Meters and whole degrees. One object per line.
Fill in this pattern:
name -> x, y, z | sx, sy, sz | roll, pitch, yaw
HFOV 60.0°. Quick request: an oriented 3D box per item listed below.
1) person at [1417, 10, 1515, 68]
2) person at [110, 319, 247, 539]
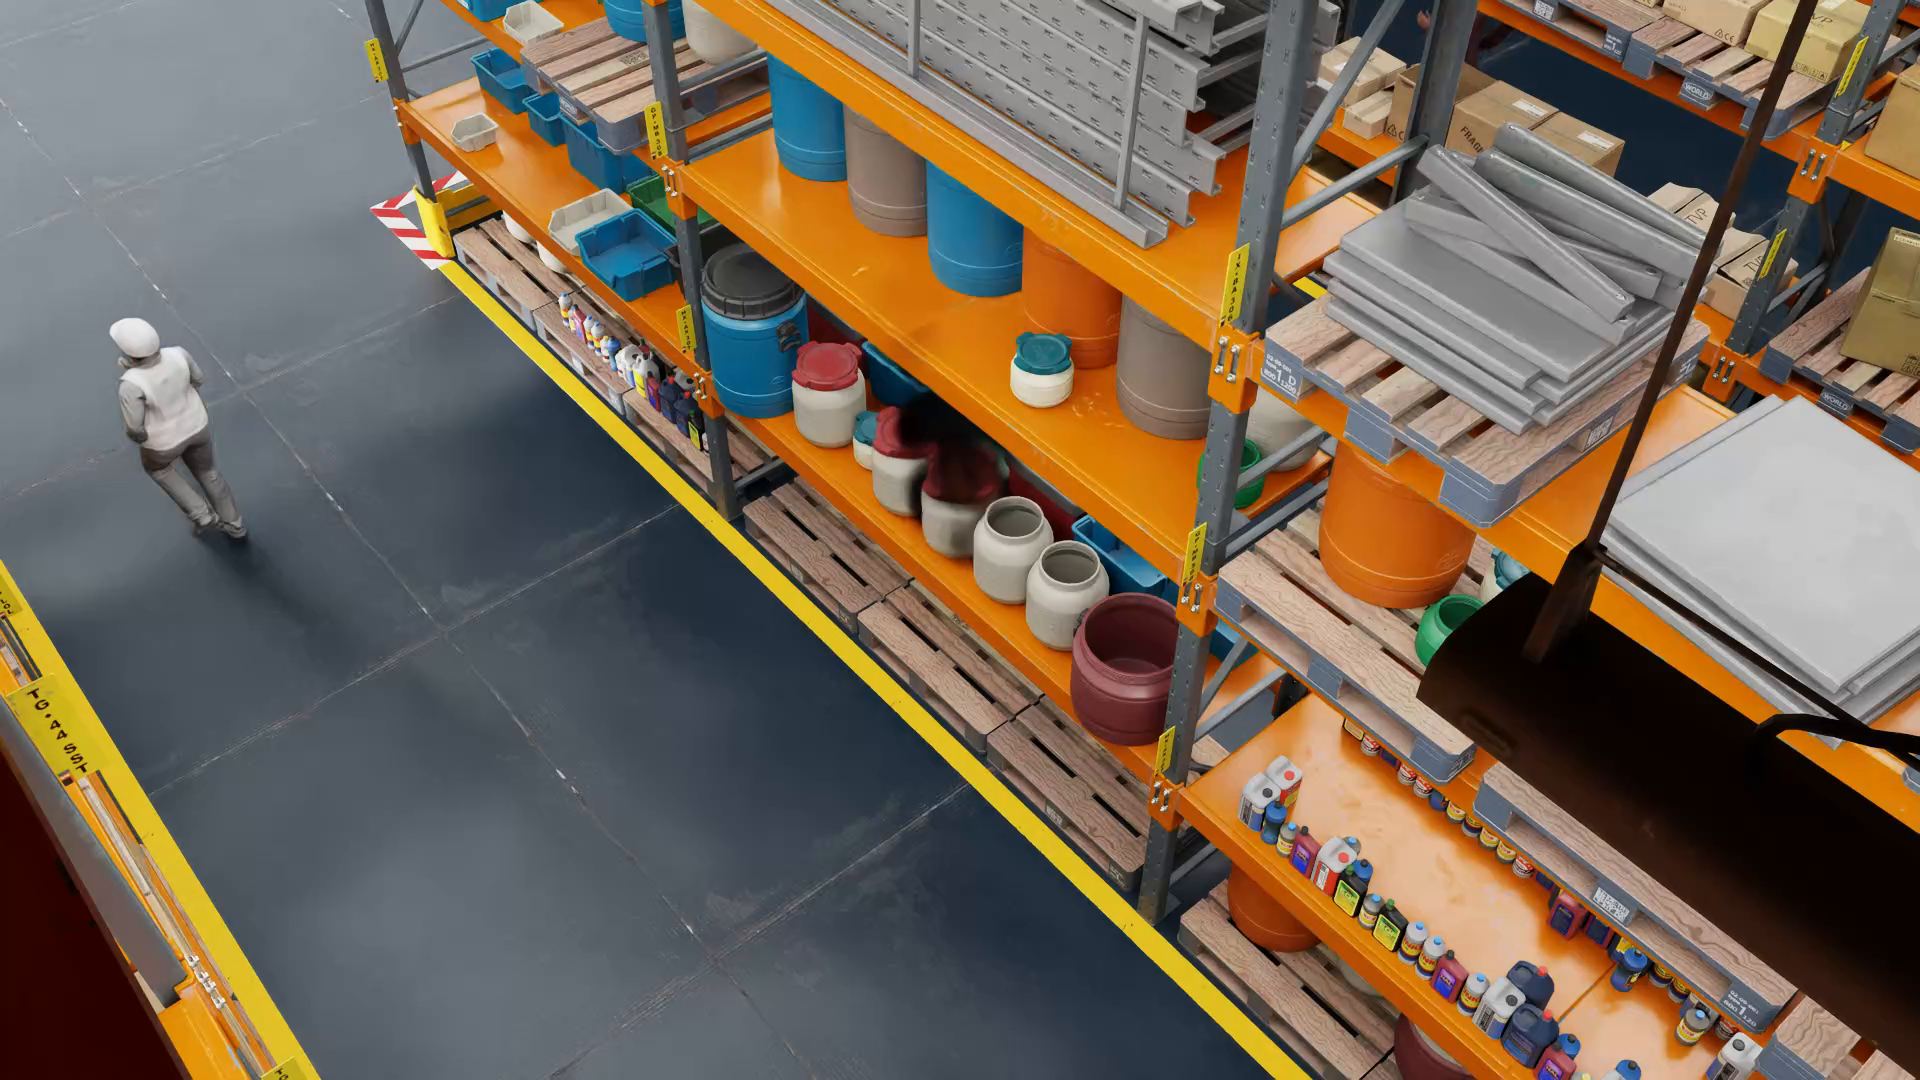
person -> 3.955, -3.757, 13.335 | 0.809, 1.834, 0.670 | 32, 54, 27
person -> -4.989, -0.699, 10.440 | 0.646, 1.767, 0.498 | 30, 53, 25
